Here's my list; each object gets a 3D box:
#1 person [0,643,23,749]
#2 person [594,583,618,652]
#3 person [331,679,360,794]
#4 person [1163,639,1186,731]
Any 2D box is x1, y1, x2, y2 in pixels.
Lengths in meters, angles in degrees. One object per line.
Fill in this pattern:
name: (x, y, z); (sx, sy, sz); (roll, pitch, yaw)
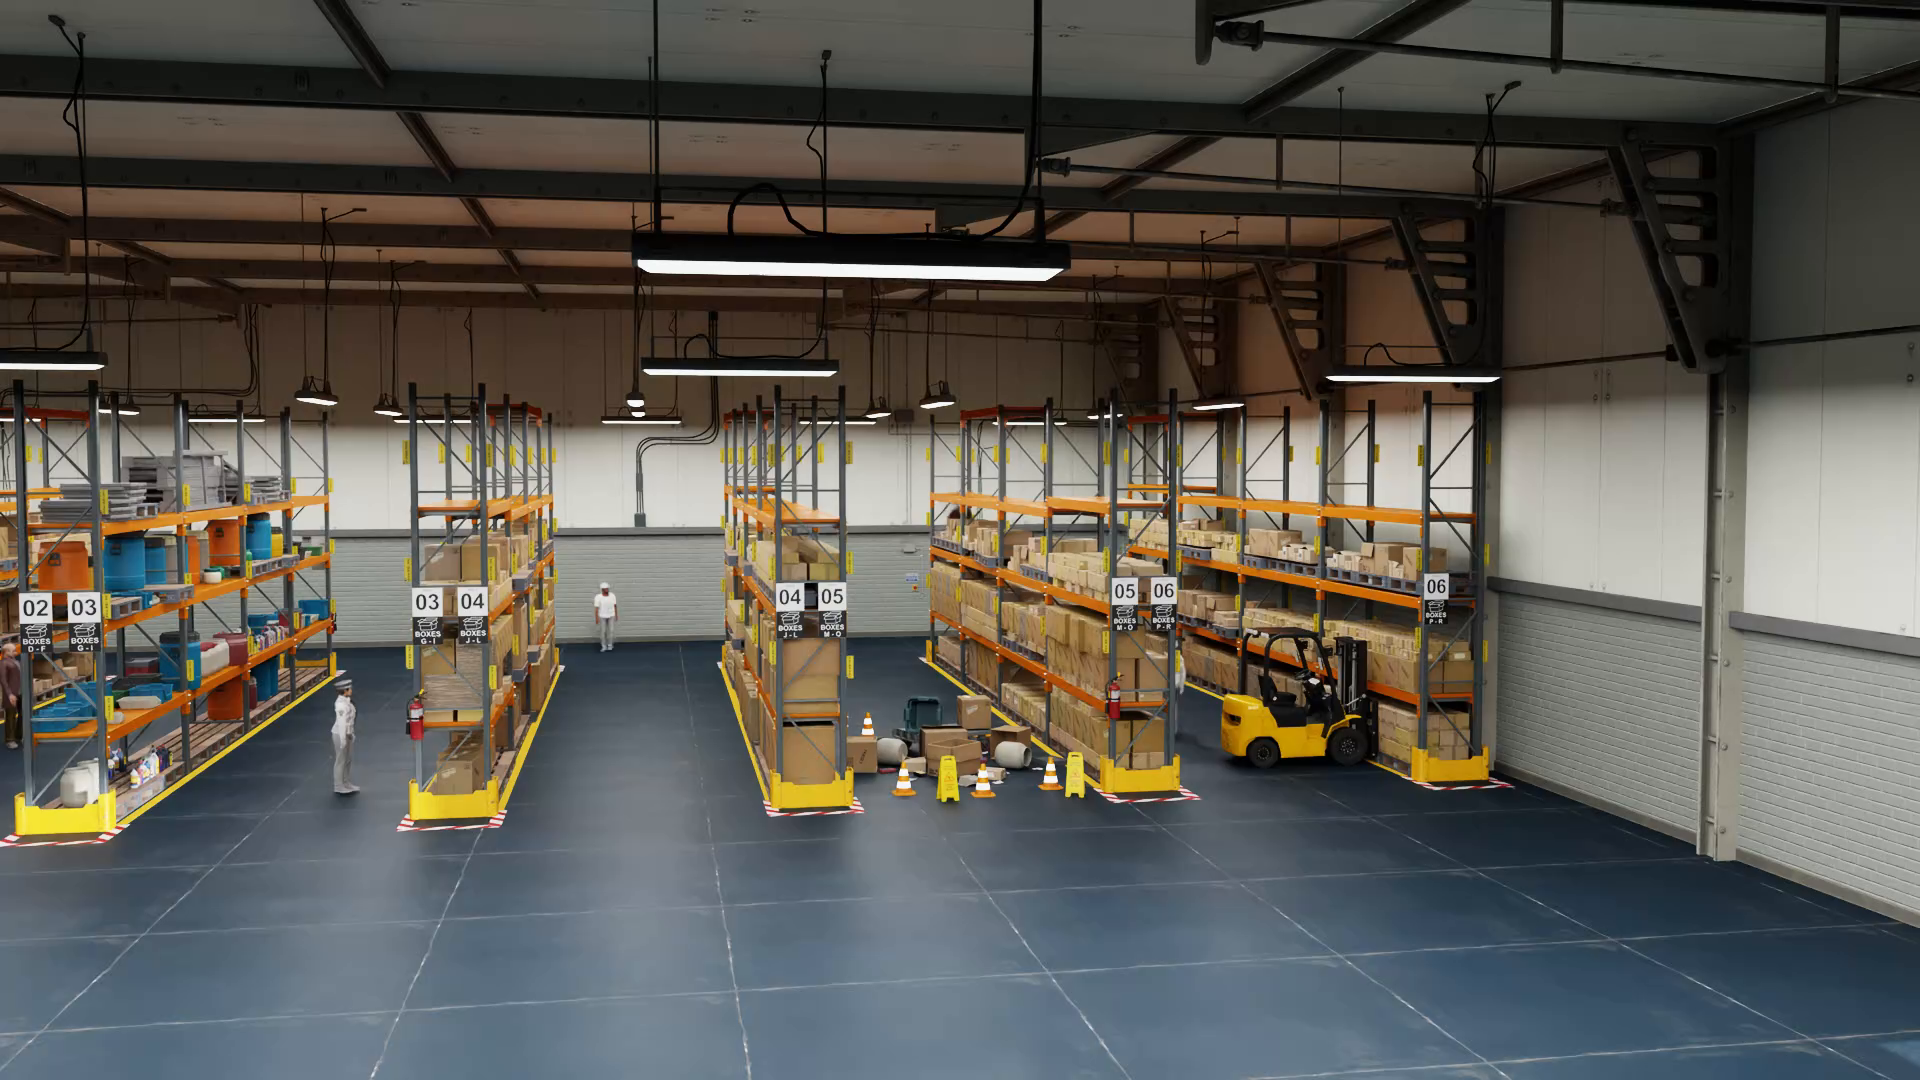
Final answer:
person: (-16.197, 2.689, 28.527); (0.538, 1.835, 0.669); (1, 3, 17)
person: (-9.058, 1.966, 42.562); (0.609, 1.768, 0.402); (-1, 3, -22)
person: (-9.140, 2.910, 24.673); (0.345, 1.690, 0.500); (0, 3, -6)
person: (3.798, 2.631, 30.119); (0.519, 1.713, 0.716); (-1, 3, -15)
